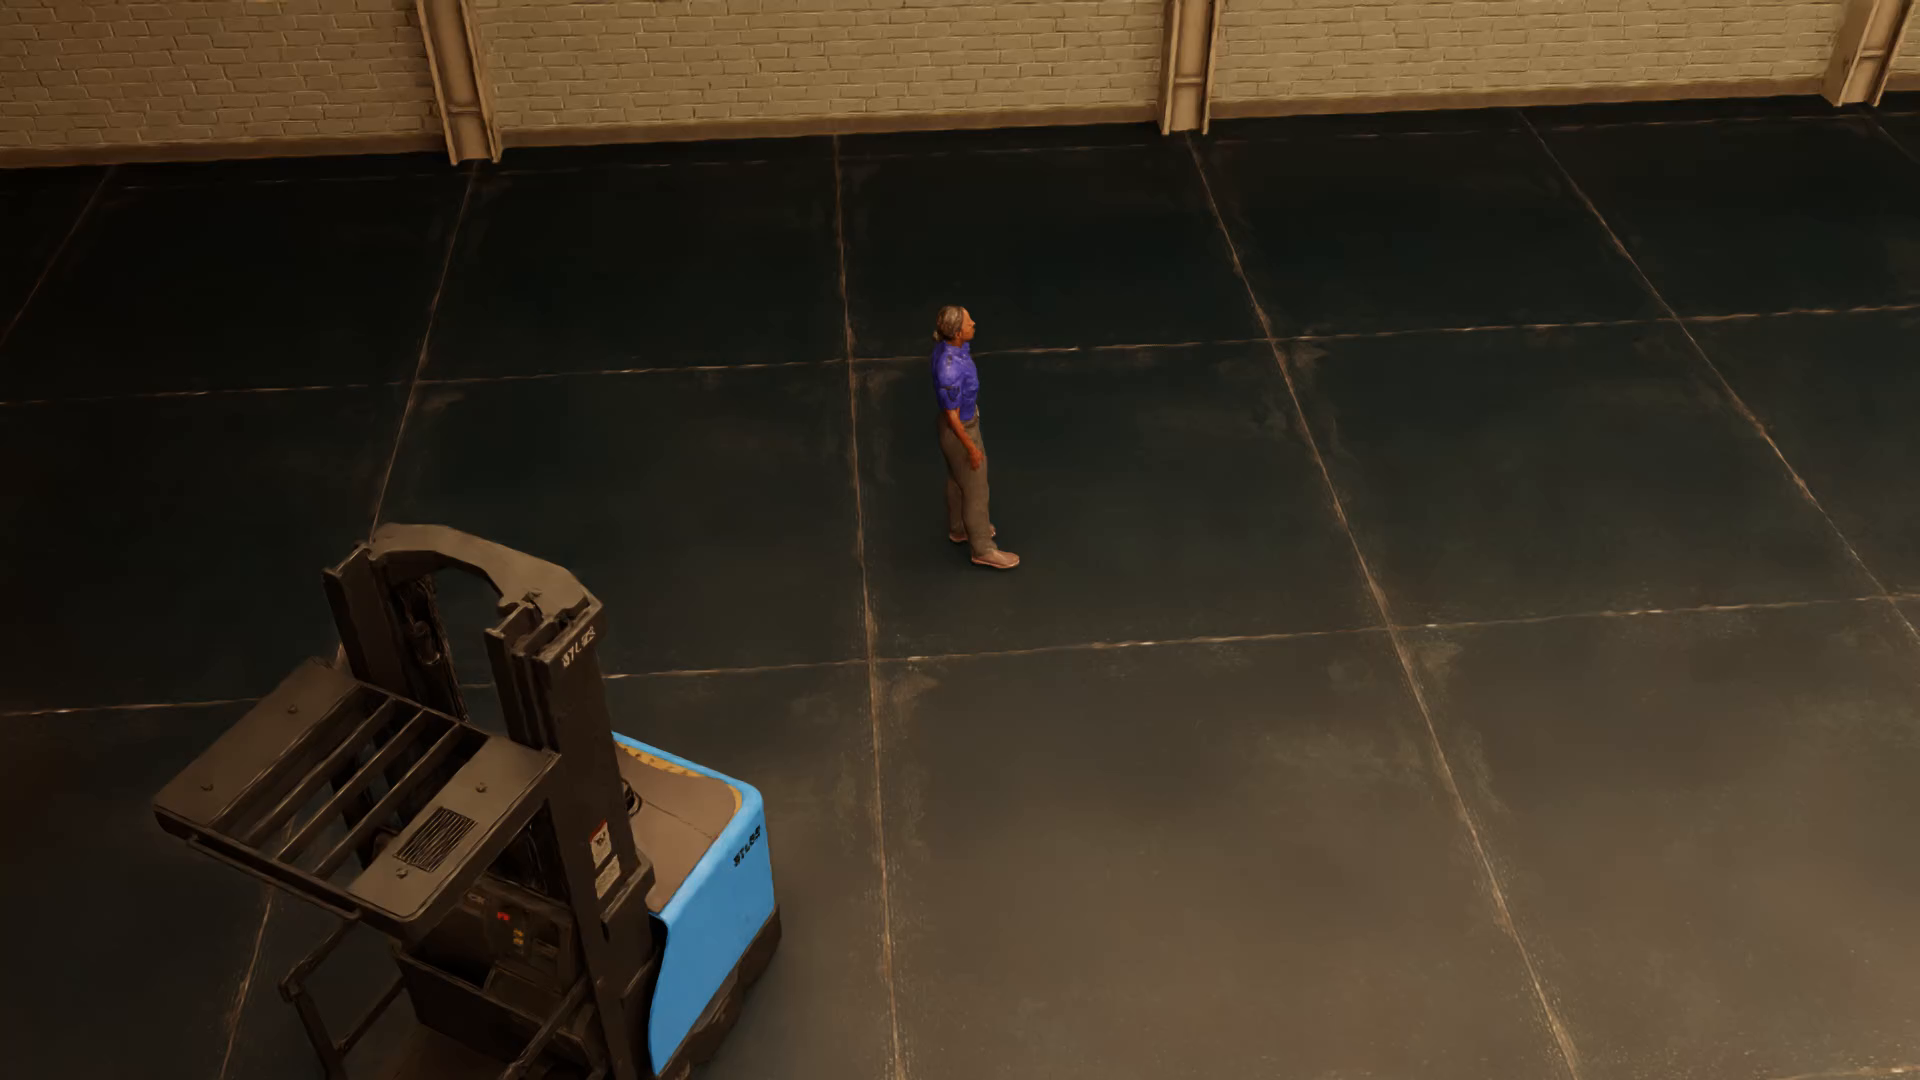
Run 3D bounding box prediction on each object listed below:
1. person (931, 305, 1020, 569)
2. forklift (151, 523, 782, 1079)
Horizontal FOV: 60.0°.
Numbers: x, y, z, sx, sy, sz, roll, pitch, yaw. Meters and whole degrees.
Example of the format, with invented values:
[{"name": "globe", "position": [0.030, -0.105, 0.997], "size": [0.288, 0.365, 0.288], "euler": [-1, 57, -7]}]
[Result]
[{"name": "person", "position": [0.089, -0.626, 9.642], "size": [0.503, 1.654, 0.570], "euler": [-3, 41, -4]}, {"name": "forklift", "position": [-1.944, 1.517, 6.164], "size": [1.130, 2.935, 3.031], "euler": [18, 44, 19]}]
